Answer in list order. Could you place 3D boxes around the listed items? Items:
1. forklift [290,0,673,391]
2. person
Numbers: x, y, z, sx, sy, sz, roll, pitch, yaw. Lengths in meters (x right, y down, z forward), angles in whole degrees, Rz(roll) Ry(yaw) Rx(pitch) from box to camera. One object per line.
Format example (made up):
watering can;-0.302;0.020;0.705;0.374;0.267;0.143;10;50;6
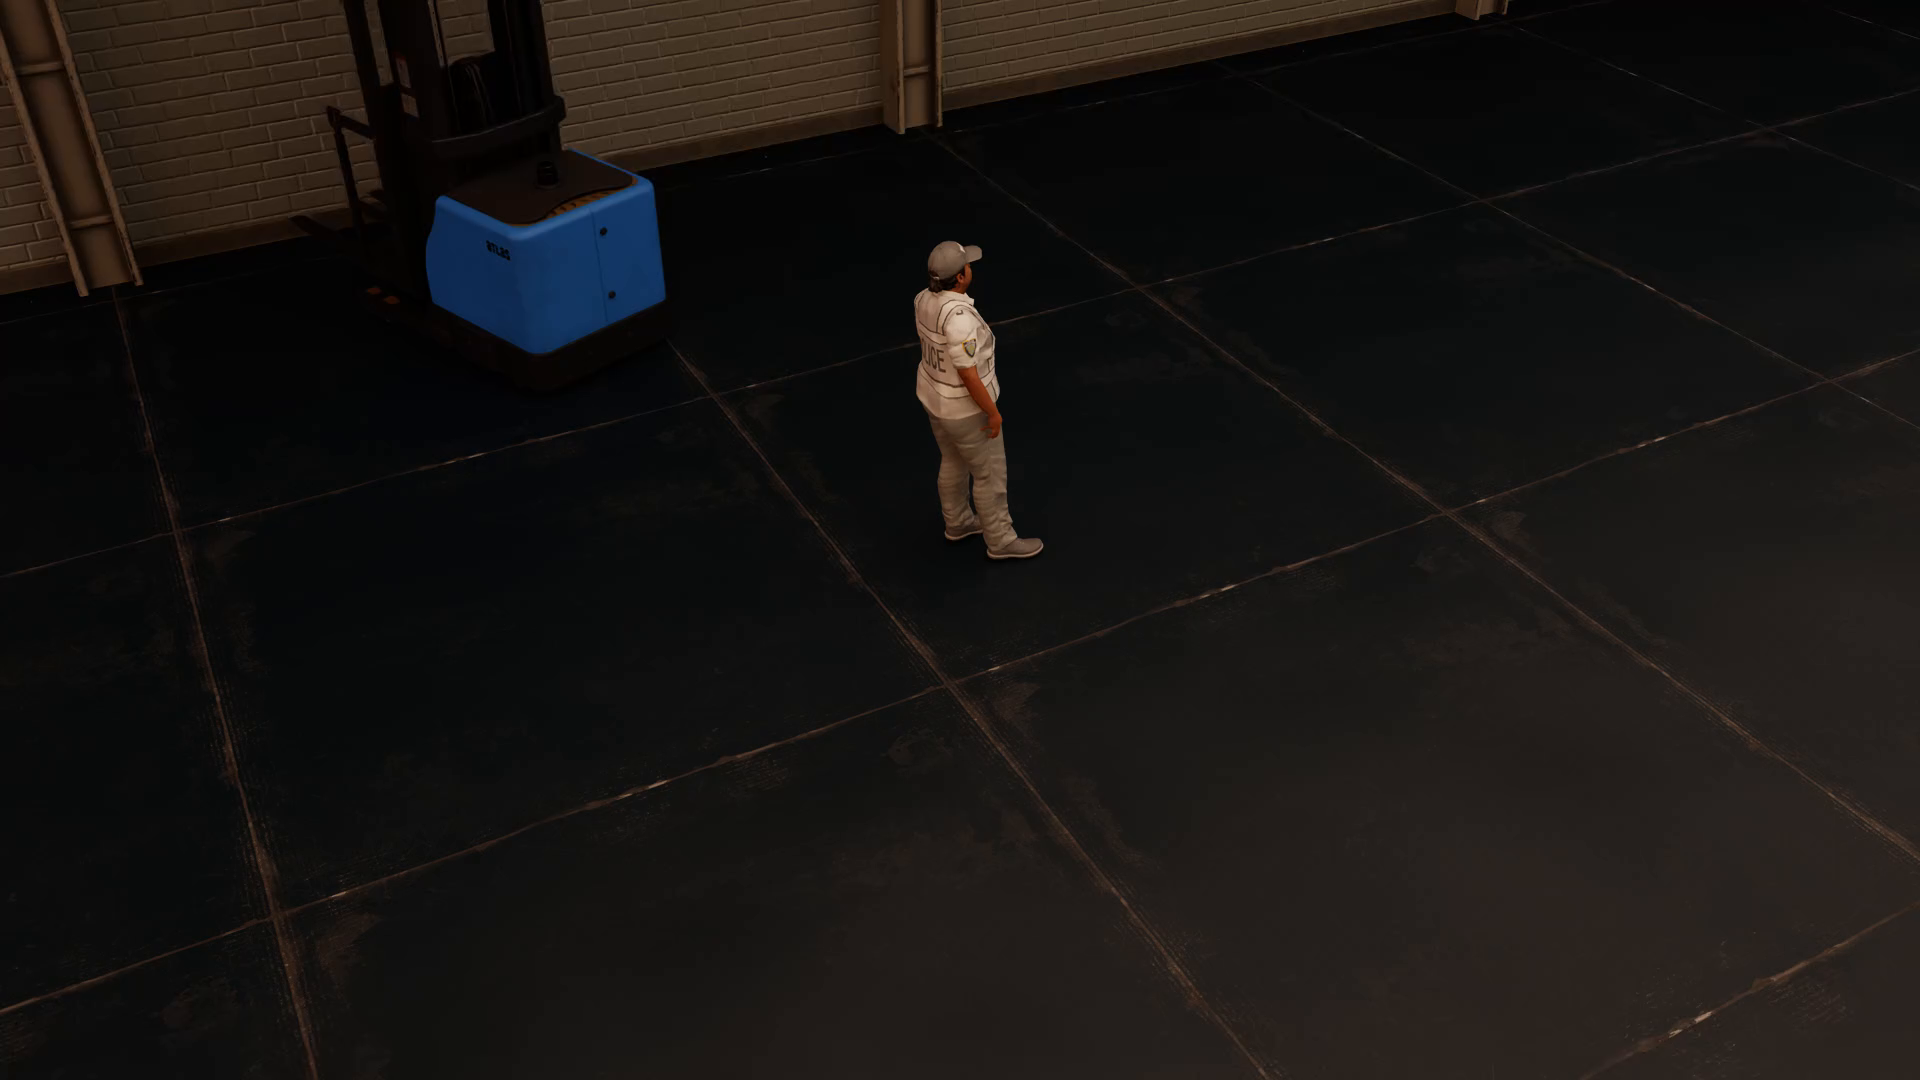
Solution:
forklift;-3.234;-2.790;10.070;3.031;2.935;1.130;27;43;33
person;0.078;-0.696;8.190;0.529;1.670;0.599;-17;39;-23
